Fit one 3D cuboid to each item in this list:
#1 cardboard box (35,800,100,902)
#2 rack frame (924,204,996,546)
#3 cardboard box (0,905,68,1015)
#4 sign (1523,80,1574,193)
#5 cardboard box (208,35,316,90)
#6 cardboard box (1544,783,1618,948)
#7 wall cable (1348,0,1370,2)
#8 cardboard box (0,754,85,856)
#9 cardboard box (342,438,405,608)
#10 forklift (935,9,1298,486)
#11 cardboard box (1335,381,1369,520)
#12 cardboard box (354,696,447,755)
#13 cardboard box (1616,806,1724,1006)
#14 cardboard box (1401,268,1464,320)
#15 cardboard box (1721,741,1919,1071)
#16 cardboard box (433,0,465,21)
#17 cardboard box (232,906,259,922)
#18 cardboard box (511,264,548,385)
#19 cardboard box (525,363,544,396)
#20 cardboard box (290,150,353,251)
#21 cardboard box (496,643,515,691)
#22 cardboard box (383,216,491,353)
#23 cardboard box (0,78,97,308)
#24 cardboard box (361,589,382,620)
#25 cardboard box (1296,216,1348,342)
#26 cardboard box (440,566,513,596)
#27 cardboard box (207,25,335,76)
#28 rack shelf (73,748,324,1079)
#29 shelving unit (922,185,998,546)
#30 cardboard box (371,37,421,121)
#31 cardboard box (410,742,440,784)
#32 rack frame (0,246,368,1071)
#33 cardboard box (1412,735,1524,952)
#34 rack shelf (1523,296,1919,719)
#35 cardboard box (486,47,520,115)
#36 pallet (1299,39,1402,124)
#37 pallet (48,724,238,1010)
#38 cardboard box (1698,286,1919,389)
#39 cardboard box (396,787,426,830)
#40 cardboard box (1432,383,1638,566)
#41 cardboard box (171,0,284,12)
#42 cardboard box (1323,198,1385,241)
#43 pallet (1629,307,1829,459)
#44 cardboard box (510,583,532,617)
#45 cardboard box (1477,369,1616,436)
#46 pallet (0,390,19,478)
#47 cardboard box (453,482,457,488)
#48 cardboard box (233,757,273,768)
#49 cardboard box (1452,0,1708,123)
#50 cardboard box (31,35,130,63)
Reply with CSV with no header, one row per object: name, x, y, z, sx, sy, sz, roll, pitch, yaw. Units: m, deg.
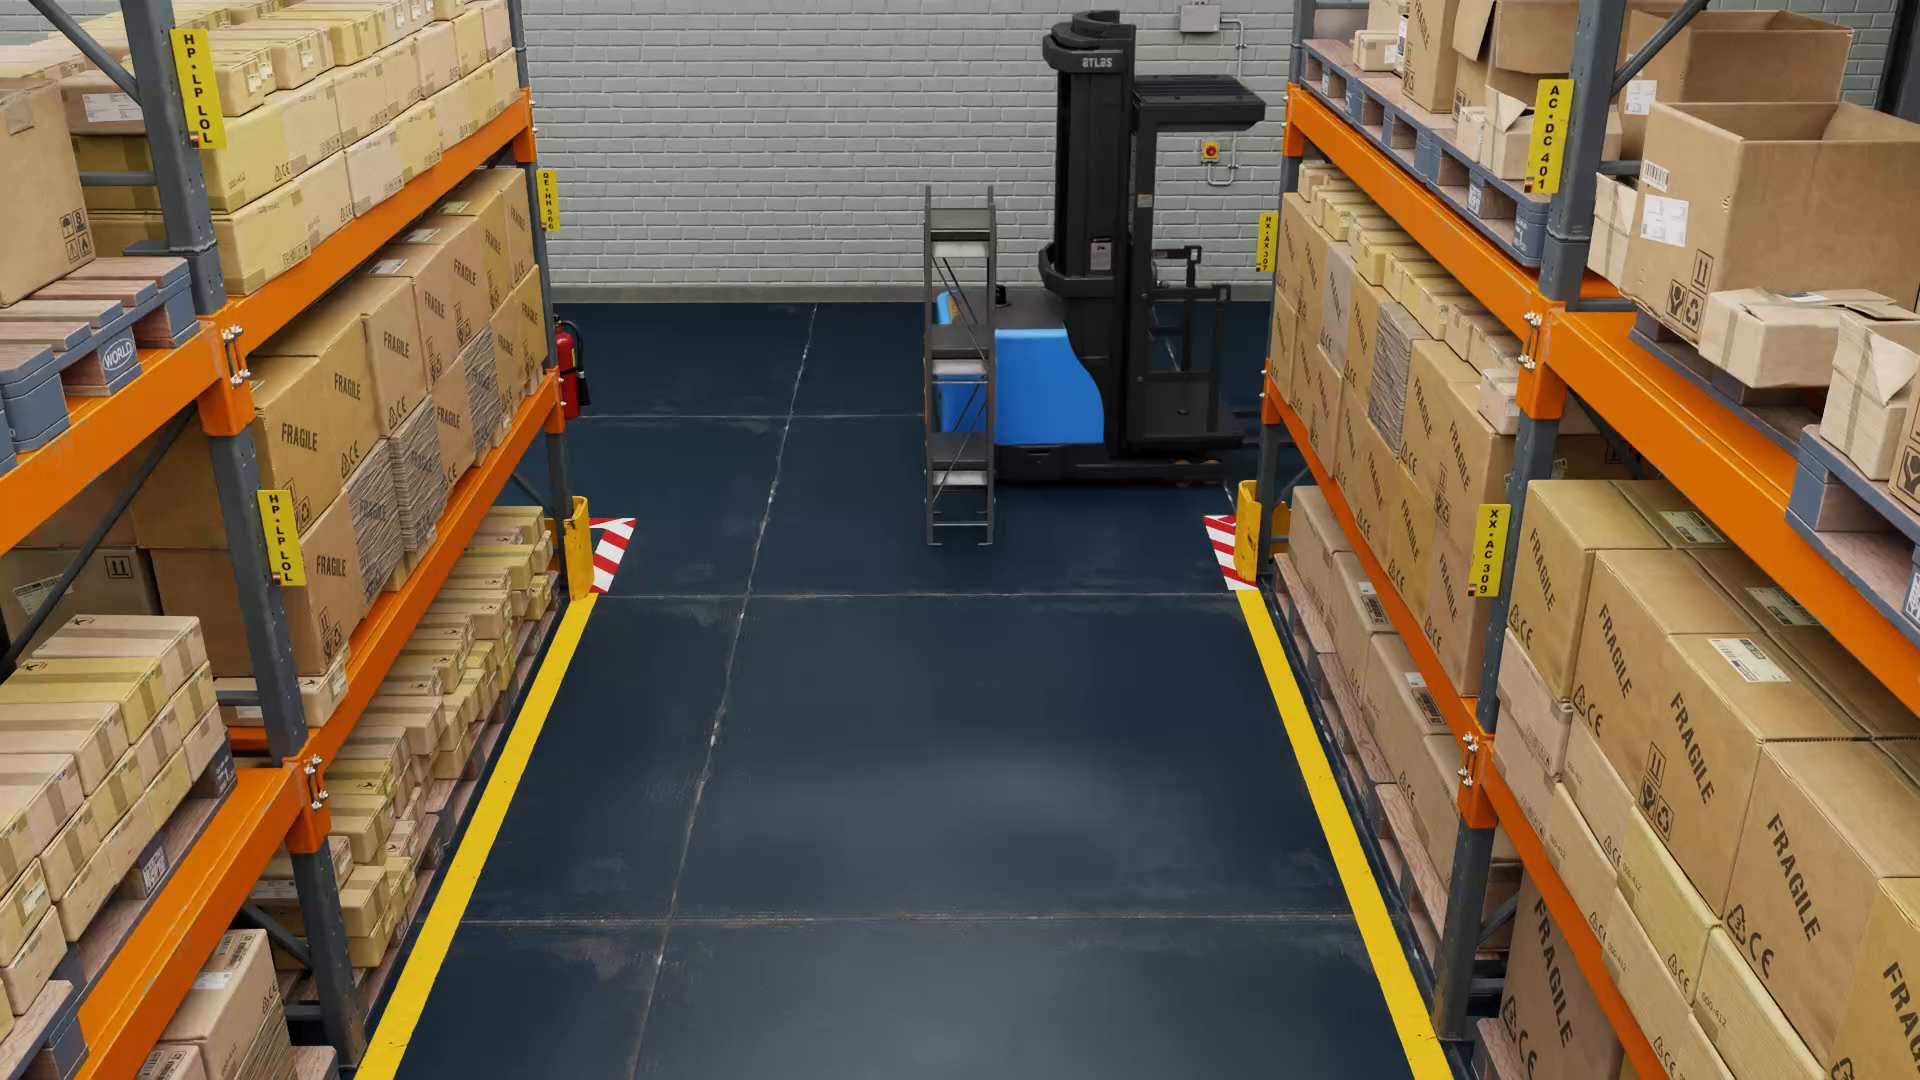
cardboard box,-2.468,0.801,4.273,0.380,0.149,0.250,-1,24,-2
rack frame,0.001,-0.924,9.746,0.400,2.100,0.015,0,24,-1
cardboard box,-2.464,1.040,4.105,0.380,0.149,0.250,-1,24,-3
sign,1.712,-1.172,4.838,0.100,0.325,0.005,0,24,-1
cardboard box,-2.429,-1.625,5.654,0.380,0.149,0.250,-1,24,-2
cardboard box,2.015,0.927,4.742,0.500,0.250,0.500,-1,24,-2
wall cable,3.557,-3.983,14.183,0.588,1.984,0.122,0,24,-1
cardboard box,-2.474,0.669,4.204,0.380,0.149,0.250,0,24,-1
cardboard box,-2.447,-0.063,6.268,0.500,0.500,0.500,0,24,-1
forklift,1.363,-1.913,10.922,3.031,2.935,1.130,-1,24,-3
cardboard box,1.985,-0.407,7.389,0.500,0.500,0.500,1,24,1
cardboard box,-2.420,0.790,7.091,0.380,0.149,0.250,0,24,1
cardboard box,2.003,0.909,4.176,0.500,0.250,0.500,0,24,0
cardboard box,1.995,-0.986,6.669,0.380,0.149,0.250,-1,24,-2
cardboard box,2.033,0.774,3.565,0.500,0.500,0.500,-1,24,-1
cardboard box,-2.408,-2.377,7.318,0.380,0.149,0.250,0,24,0
cardboard box,-2.945,1.367,6.537,0.380,0.149,0.250,0,24,1
cardboard box,-2.463,-1.118,8.601,0.500,0.500,0.500,0,24,1
cardboard box,-2.439,-0.874,8.847,0.380,0.149,0.250,0,24,0
cardboard box,-2.437,-1.170,5.739,0.500,0.250,0.500,-1,24,-1
cardboard box,-2.409,0.623,8.181,0.380,0.149,0.250,-1,24,-3
cardboard box,-2.451,-1.148,7.452,0.500,0.500,0.500,1,24,2
cardboard box,-2.787,-0.920,4.373,0.700,0.500,0.500,0,24,0
cardboard box,-2.487,0.195,6.483,0.380,0.149,0.250,-1,24,-3
cardboard box,1.957,-1.274,8.093,0.500,0.500,0.500,-1,24,-2
cardboard box,-2.451,0.249,8.287,0.380,0.149,0.250,-1,24,-3
cardboard box,-2.452,-1.731,5.889,0.380,0.149,0.250,-1,24,-2
rack shelf,-2.659,1.679,3.771,1.077,0.370,4.000,0,24,-1
shelving unit,-0.002,-1.025,9.968,0.431,2.100,0.503,0,24,-1
cardboard box,-2.462,-1.829,6.590,0.500,0.250,0.500,-1,24,-3
cardboard box,-2.476,0.919,7.166,0.380,0.149,0.250,1,24,2
rack frame,-2.681,0.527,5.445,1.000,3.000,0.127,0,24,-1
cardboard box,2.368,1.180,6.601,0.875,0.438,0.875,-1,24,-1
rack shelf,2.289,0.248,3.294,1.077,0.370,4.000,0,24,-1
cardboard box,-2.455,-2.234,8.090,0.500,0.250,0.500,-1,24,-2
pallet,2.242,-2.206,7.955,1.003,0.211,1.213,0,24,-1
pallet,-2.818,0.930,4.787,1.003,0.211,1.213,0,24,-1
cardboard box,1.931,-0.466,3.773,0.380,0.166,0.250,-2,24,-4
cardboard box,-2.474,1.167,6.980,0.380,0.149,0.250,-1,24,-2
cardboard box,1.986,-0.231,5.787,0.500,0.500,0.500,0,24,-1
cardboard box,-3.016,-2.162,6.843,0.380,0.149,0.250,0,24,1
cardboard box,1.934,-1.511,7.829,0.380,0.149,0.250,-1,24,-2
pallet,2.327,-0.439,4.173,0.805,0.209,1.217,-1,24,-3
cardboard box,-2.426,0.281,8.578,0.380,0.149,0.250,-1,24,-3
cardboard box,1.946,-0.459,5.503,0.380,0.149,0.250,-1,24,-2
pallet,-2.767,-0.072,3.357,1.213,0.211,1.003,0,24,-1
cardboard box,-2.513,-0.343,7.672,0.380,0.149,0.250,-1,24,-3
cardboard box,-2.923,0.903,6.841,0.380,0.149,0.250,1,24,1
cardboard box,2.220,-1.743,6.068,0.797,0.503,0.637,2,24,4
cardboard box,-2.901,-1.627,5.658,0.380,0.149,0.250,1,24,1
